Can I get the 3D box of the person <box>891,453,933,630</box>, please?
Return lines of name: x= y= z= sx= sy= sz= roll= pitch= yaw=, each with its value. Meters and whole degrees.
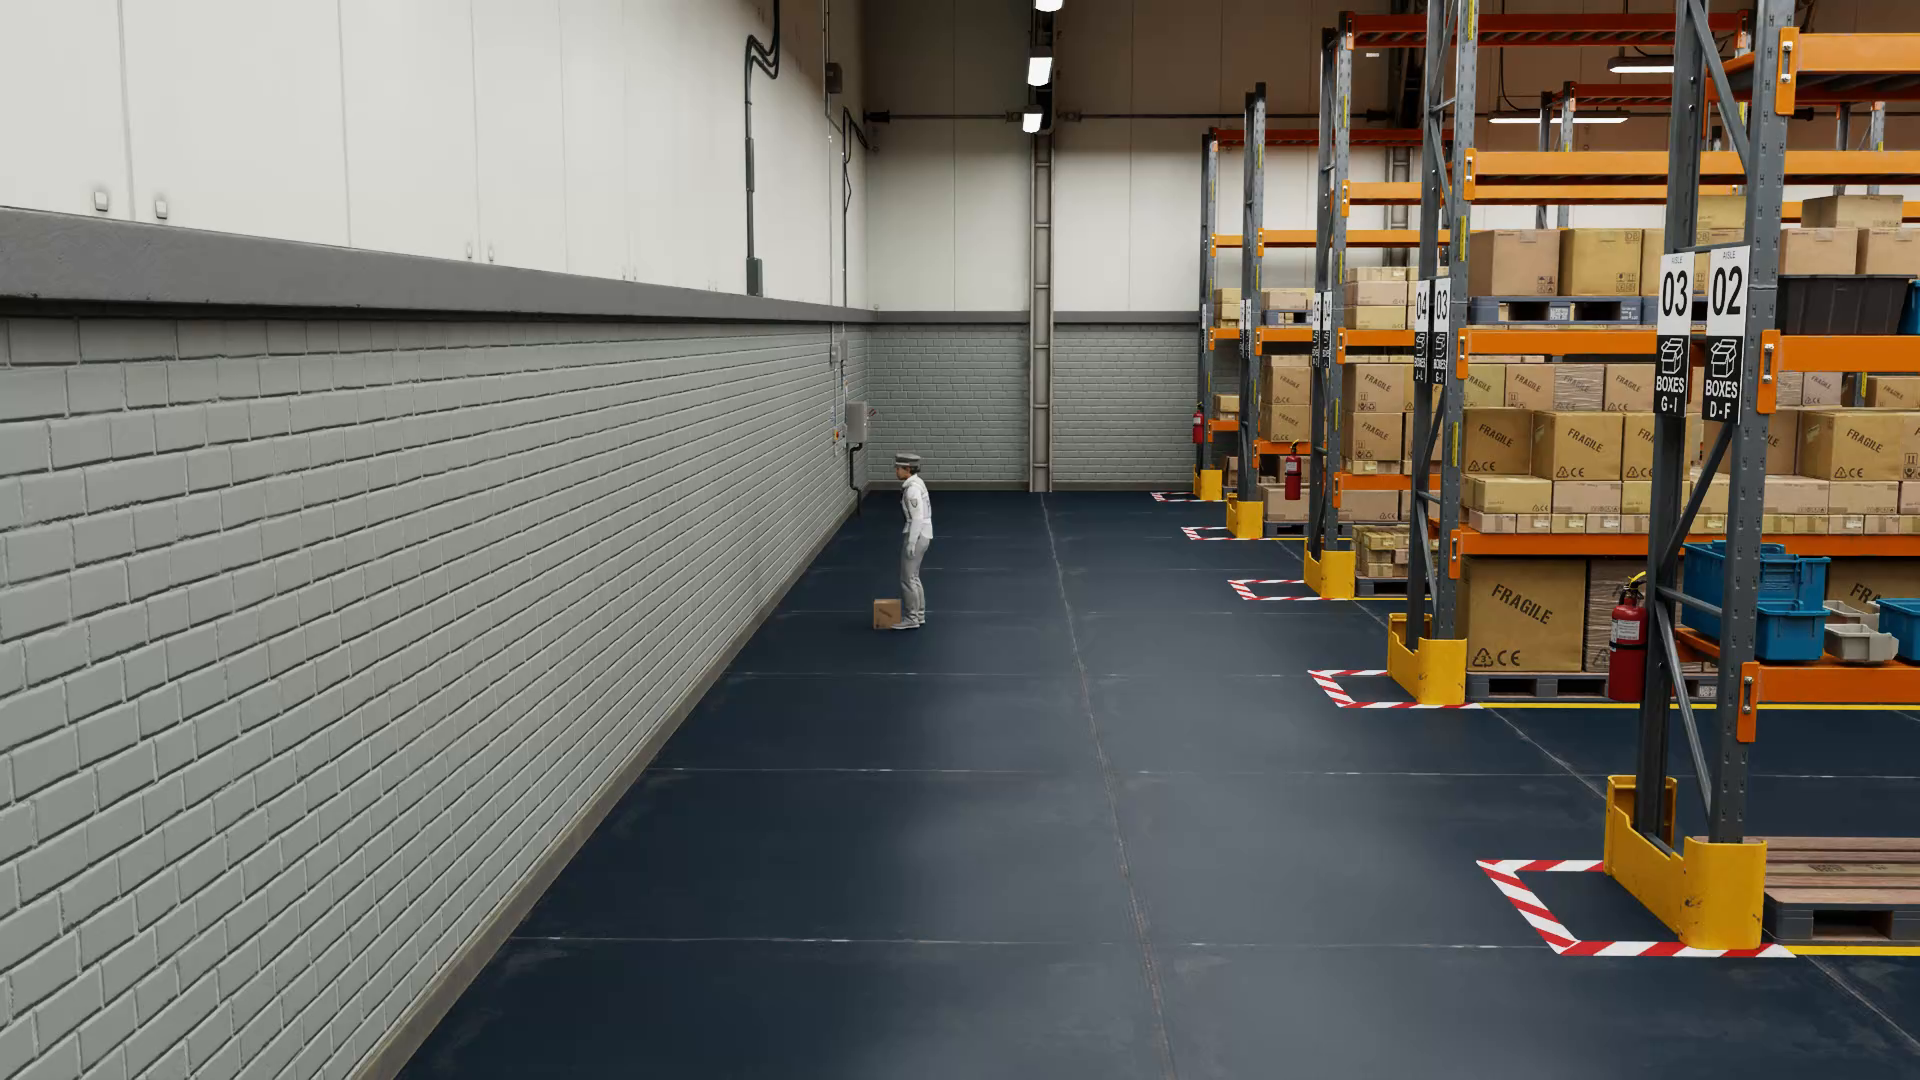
person: x=-0.466 y=0.006 z=15.722 sx=0.414 sy=1.662 sz=0.533 roll=0 pitch=7 yaw=-2
